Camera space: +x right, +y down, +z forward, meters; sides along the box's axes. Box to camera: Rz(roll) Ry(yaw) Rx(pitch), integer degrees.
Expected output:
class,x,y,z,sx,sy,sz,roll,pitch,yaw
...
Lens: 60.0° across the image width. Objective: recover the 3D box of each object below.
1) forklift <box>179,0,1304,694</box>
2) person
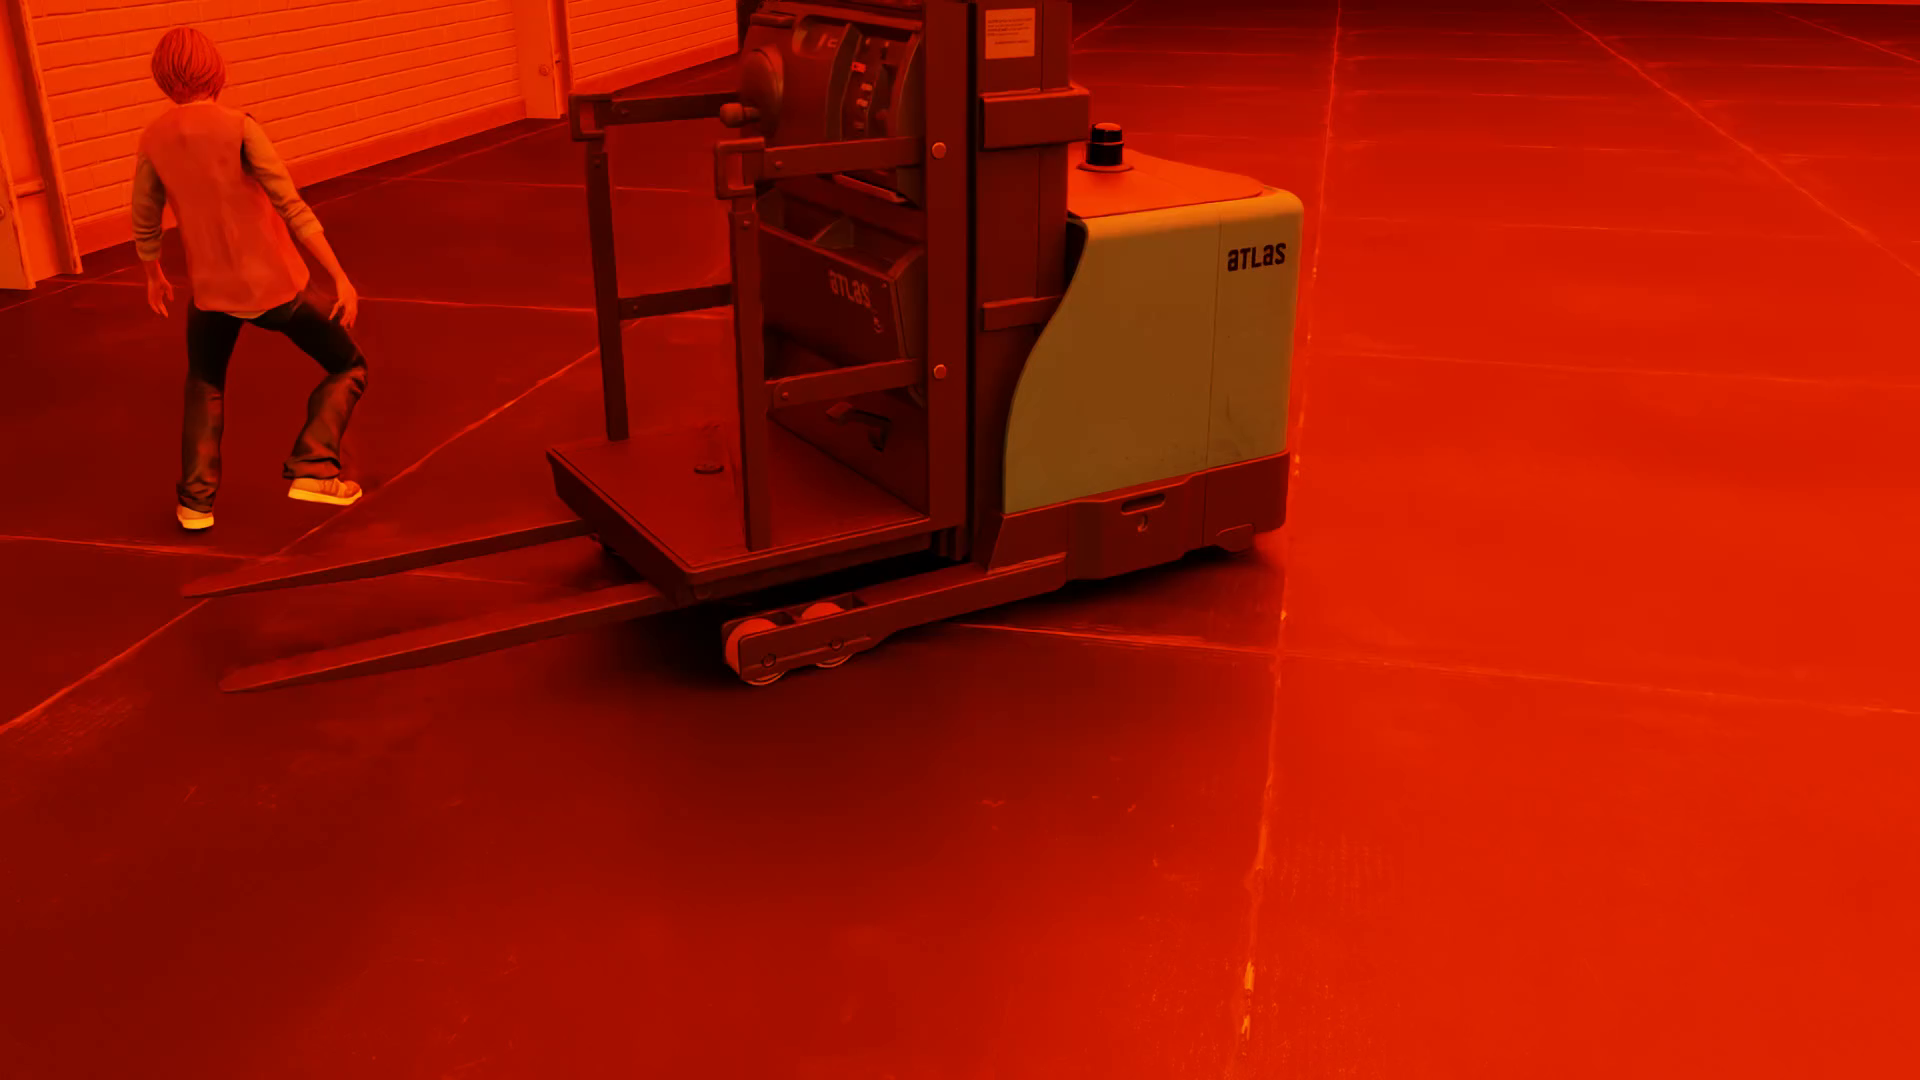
class,x,y,z,sx,sy,sz,roll,pitch,yaw
forklift,-0.531,-1.214,4.245,3.031,2.935,1.130,-13,25,-29
person,-2.164,-0.774,5.071,0.764,1.506,0.447,4,23,10
